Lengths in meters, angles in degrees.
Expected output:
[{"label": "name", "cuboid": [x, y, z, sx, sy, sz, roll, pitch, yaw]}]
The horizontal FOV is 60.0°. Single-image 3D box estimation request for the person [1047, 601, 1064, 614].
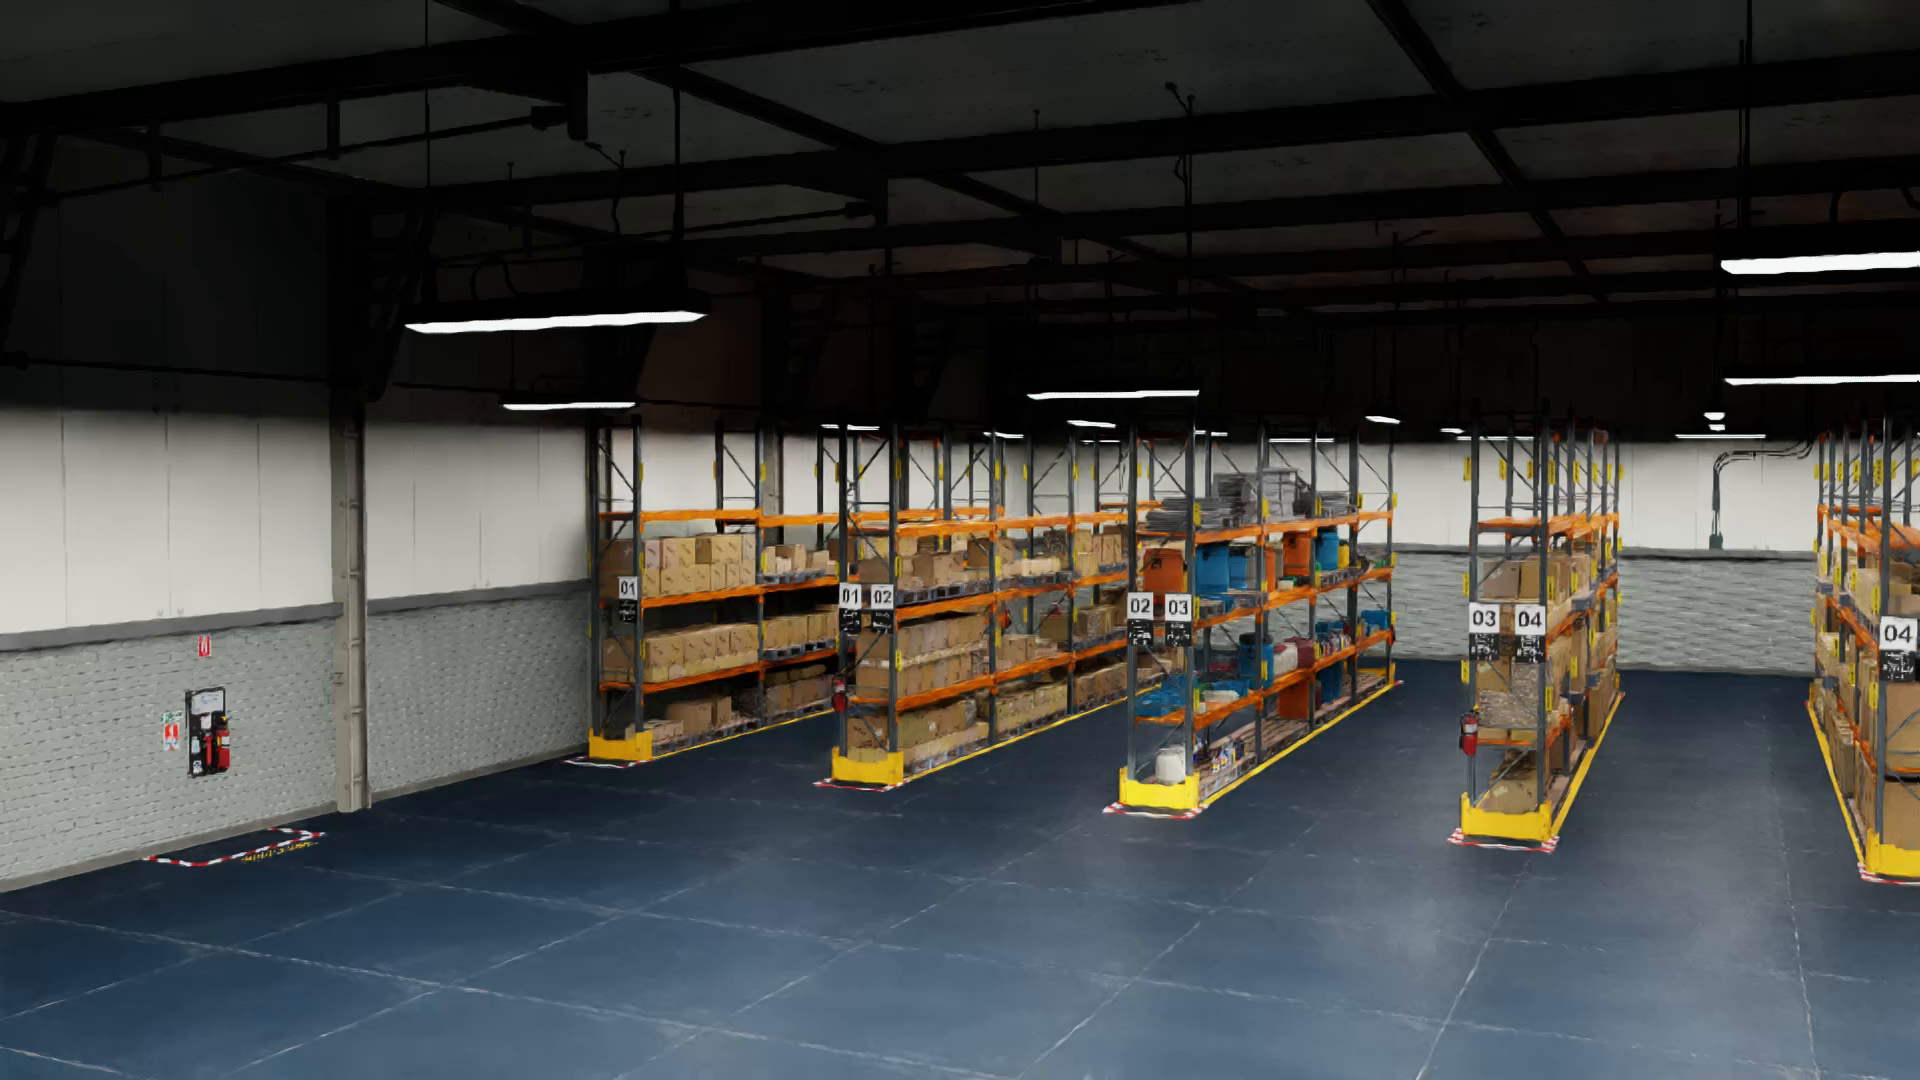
[{"label": "person", "cuboid": [2.499, 2.403, 42.979, 0.682, 1.676, 0.535, 1, 3, 22]}]
